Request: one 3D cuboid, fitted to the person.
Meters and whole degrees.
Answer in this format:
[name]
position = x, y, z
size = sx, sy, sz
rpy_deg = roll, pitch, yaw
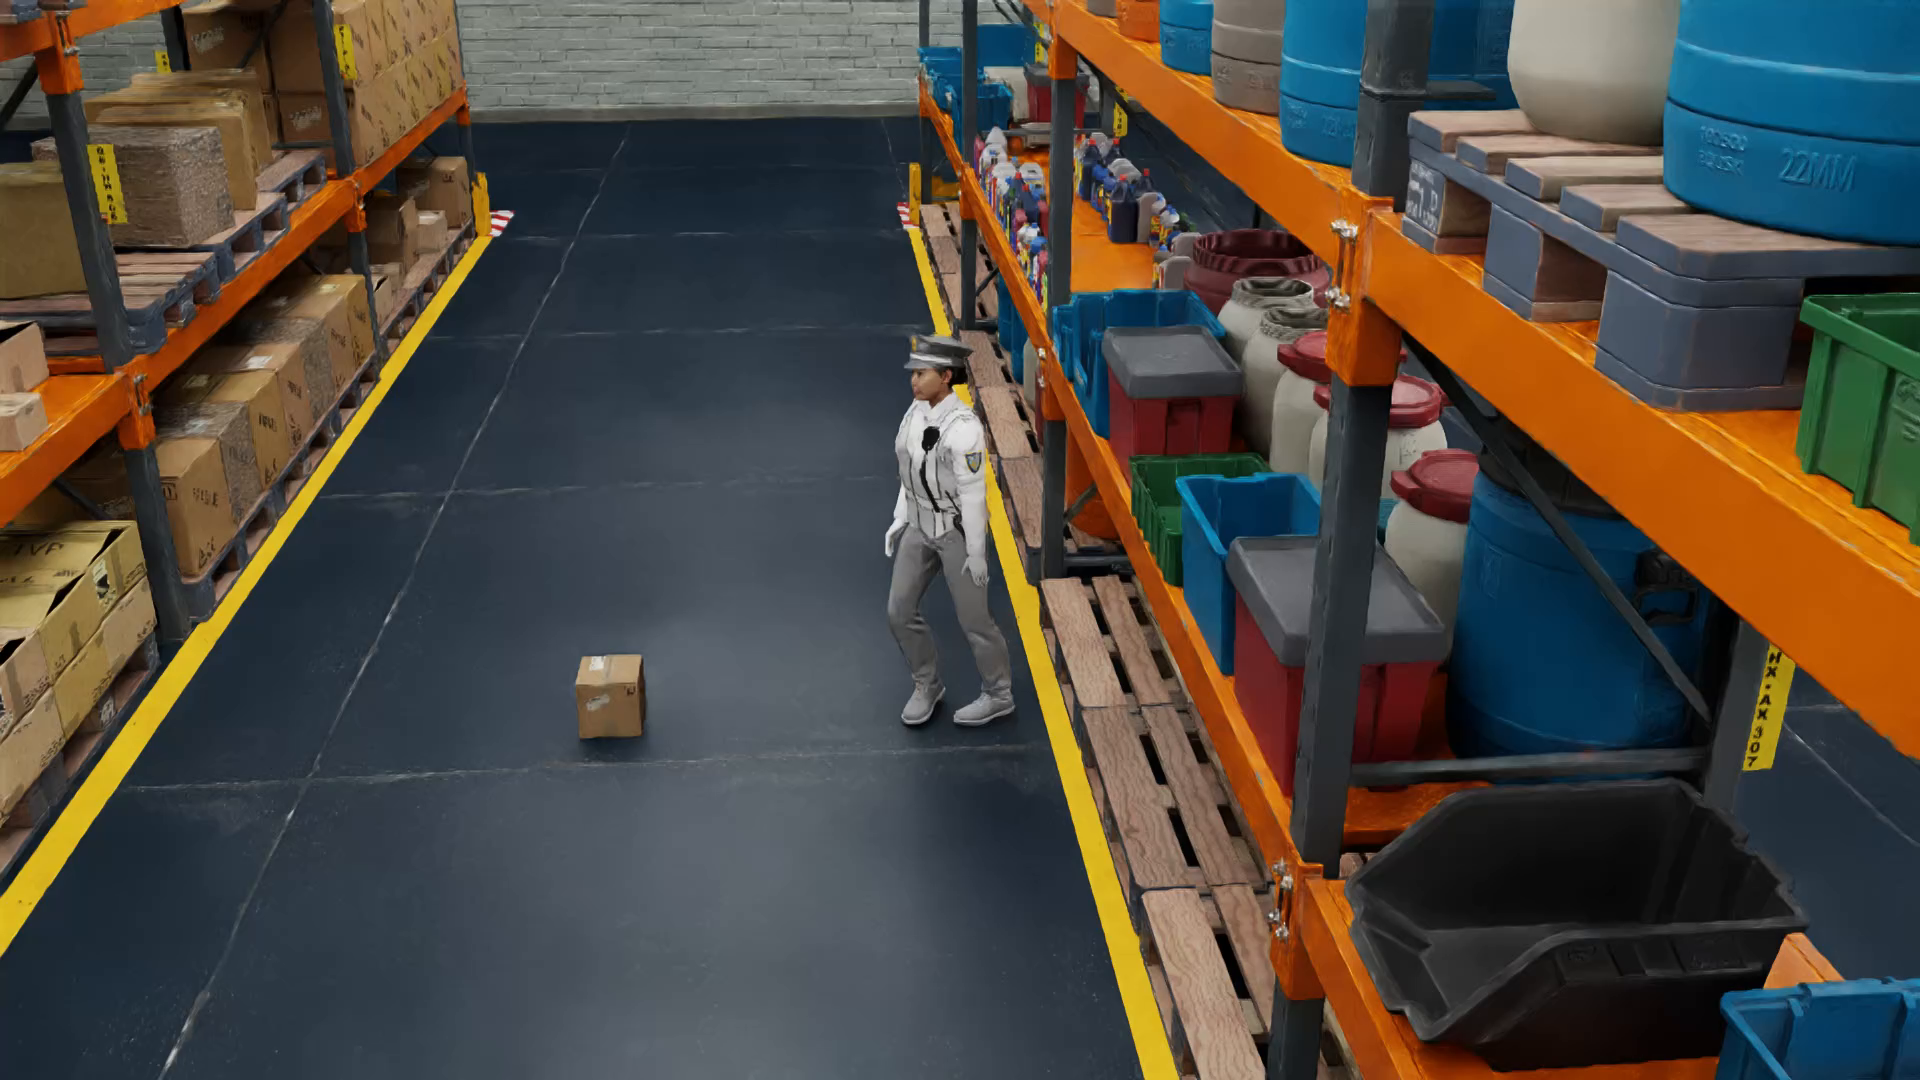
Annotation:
[person]
position = -0.047, -0.036, 6.671
size = 0.494, 1.659, 0.489
rpy_deg = -14, 27, -28
